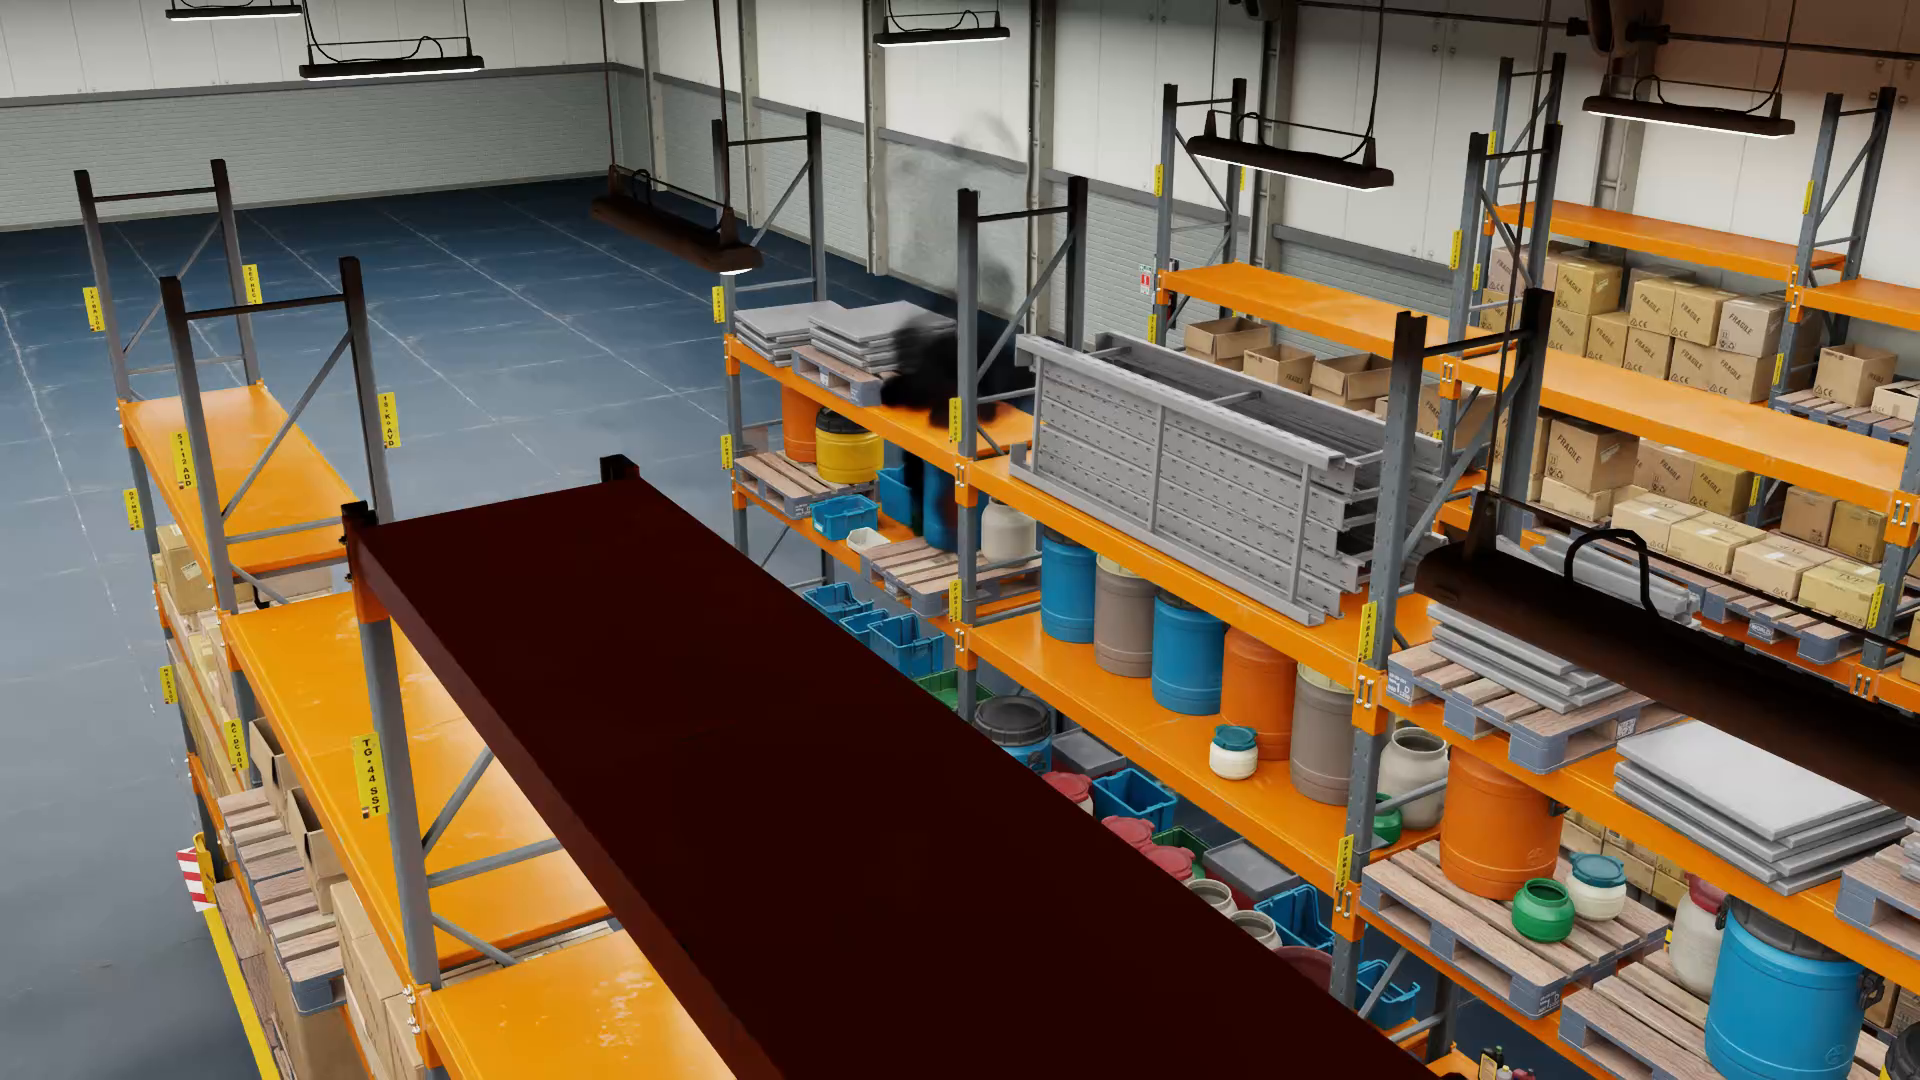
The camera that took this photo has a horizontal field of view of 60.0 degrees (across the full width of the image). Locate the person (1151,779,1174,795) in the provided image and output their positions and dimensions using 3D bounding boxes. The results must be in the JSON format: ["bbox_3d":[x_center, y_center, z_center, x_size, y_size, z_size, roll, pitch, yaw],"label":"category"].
[{"bbox_3d":[2.043,1.576,14.464,0.607,1.709,0.880,-17,27,-35],"label":"person"}]
